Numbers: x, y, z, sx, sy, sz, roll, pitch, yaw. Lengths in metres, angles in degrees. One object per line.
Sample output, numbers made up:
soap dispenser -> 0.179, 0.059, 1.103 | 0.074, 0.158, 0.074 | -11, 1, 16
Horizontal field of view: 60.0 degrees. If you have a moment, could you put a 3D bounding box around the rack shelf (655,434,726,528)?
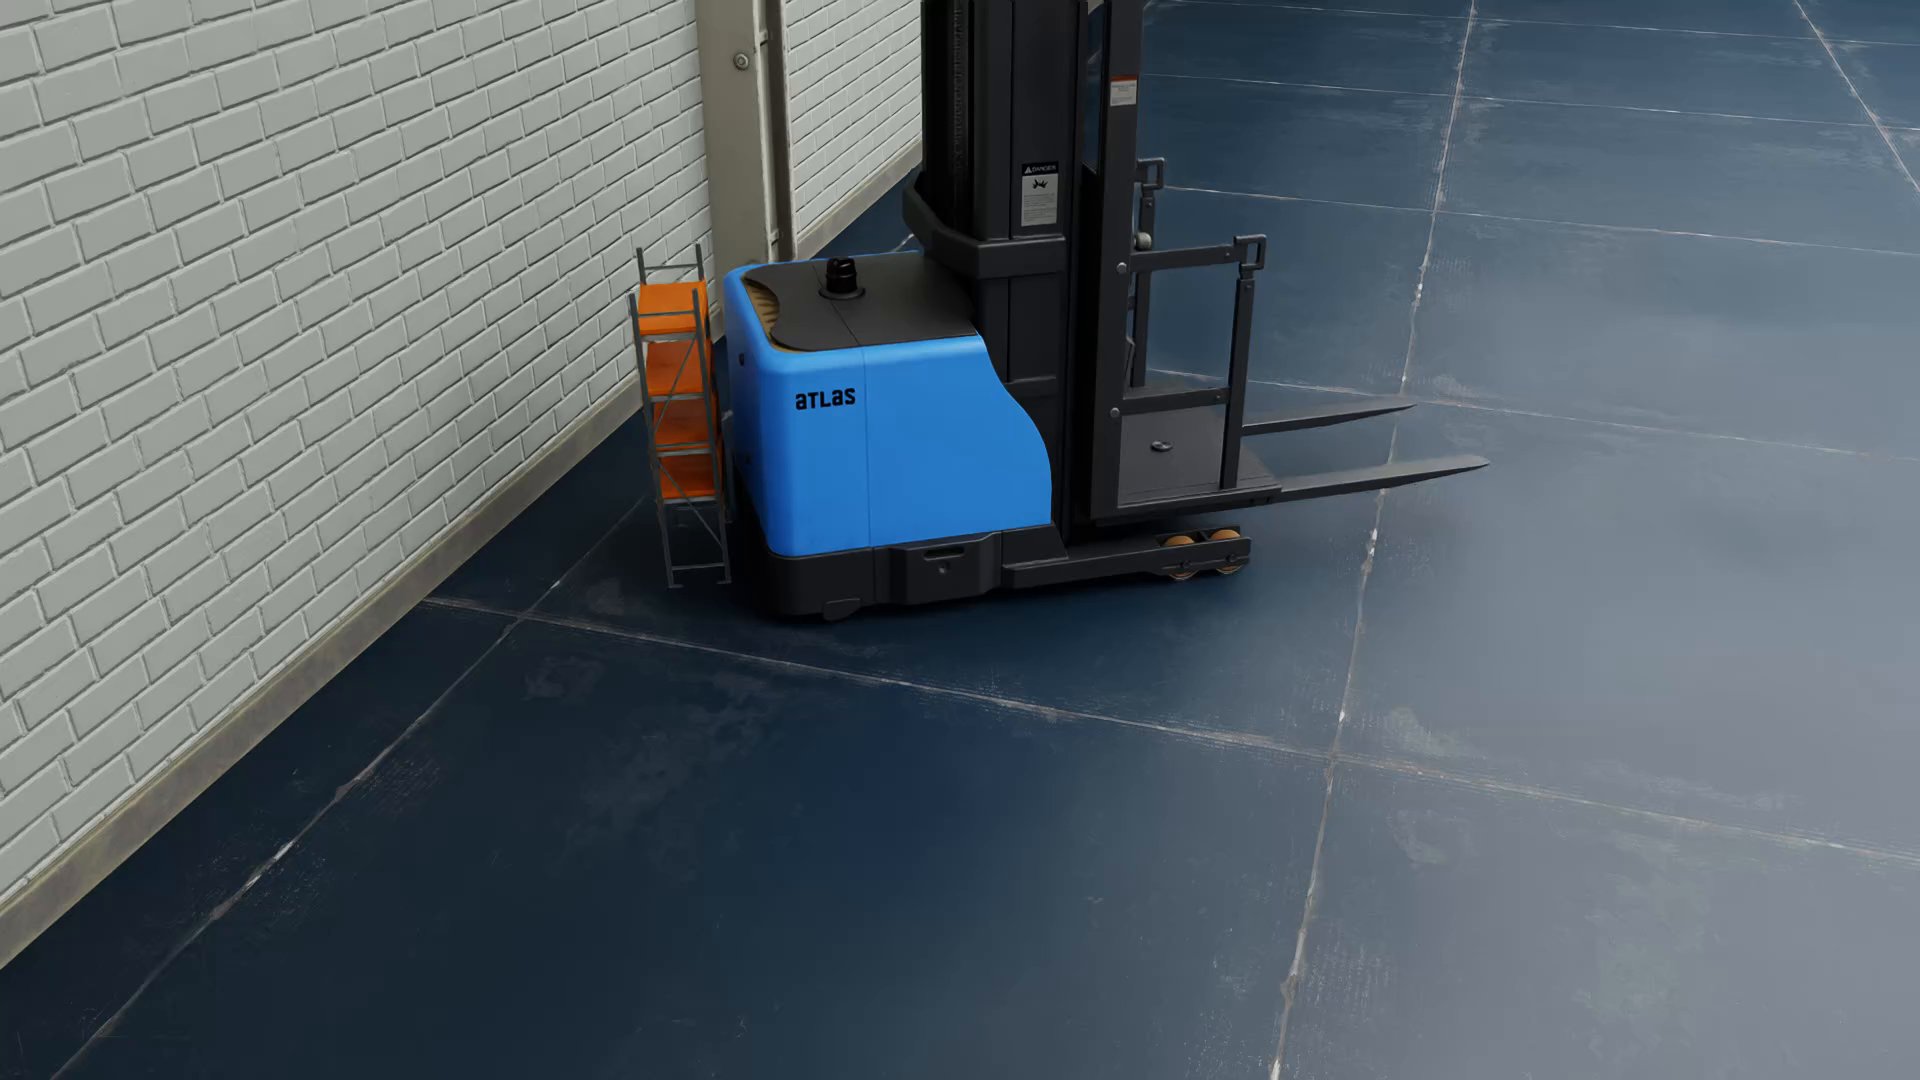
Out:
rack shelf -> -1.043, -0.235, 6.476 | 0.258, 0.148, 0.480 | -5, 29, -5

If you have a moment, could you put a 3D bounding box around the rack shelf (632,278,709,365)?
rack shelf -> -1.064, -0.810, 6.154 | 0.258, 0.148, 0.480 | -5, 29, -5

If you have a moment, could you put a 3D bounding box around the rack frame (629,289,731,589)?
rack frame -> -1.023, -0.349, 6.135 | 0.240, 1.200, 0.015 | -5, 29, -5

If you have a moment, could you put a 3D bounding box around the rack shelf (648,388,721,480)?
rack shelf -> -1.049, -0.408, 6.379 | 0.258, 0.148, 0.480 | -5, 29, -5

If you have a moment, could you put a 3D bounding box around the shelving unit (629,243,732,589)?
shelving unit -> -1.051, -0.467, 6.346 | 0.258, 1.200, 0.503 | -5, 29, -5

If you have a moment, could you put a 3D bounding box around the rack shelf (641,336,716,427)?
rack shelf -> -1.056, -0.603, 6.270 | 0.258, 0.148, 0.480 | -5, 29, -5

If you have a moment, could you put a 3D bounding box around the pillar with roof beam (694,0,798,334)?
pillar with roof beam -> 3.057, -4.468, 5.525 | 9.100, 9.000, 0.400 | 8, 30, 15

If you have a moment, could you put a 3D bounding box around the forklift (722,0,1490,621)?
forklift -> 0.642, -1.368, 6.194 | 3.031, 2.935, 1.130 | -8, 30, -13

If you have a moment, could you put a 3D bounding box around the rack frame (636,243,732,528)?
rack frame -> -1.079, -0.585, 6.558 | 0.240, 1.200, 0.015 | -5, 29, -5
